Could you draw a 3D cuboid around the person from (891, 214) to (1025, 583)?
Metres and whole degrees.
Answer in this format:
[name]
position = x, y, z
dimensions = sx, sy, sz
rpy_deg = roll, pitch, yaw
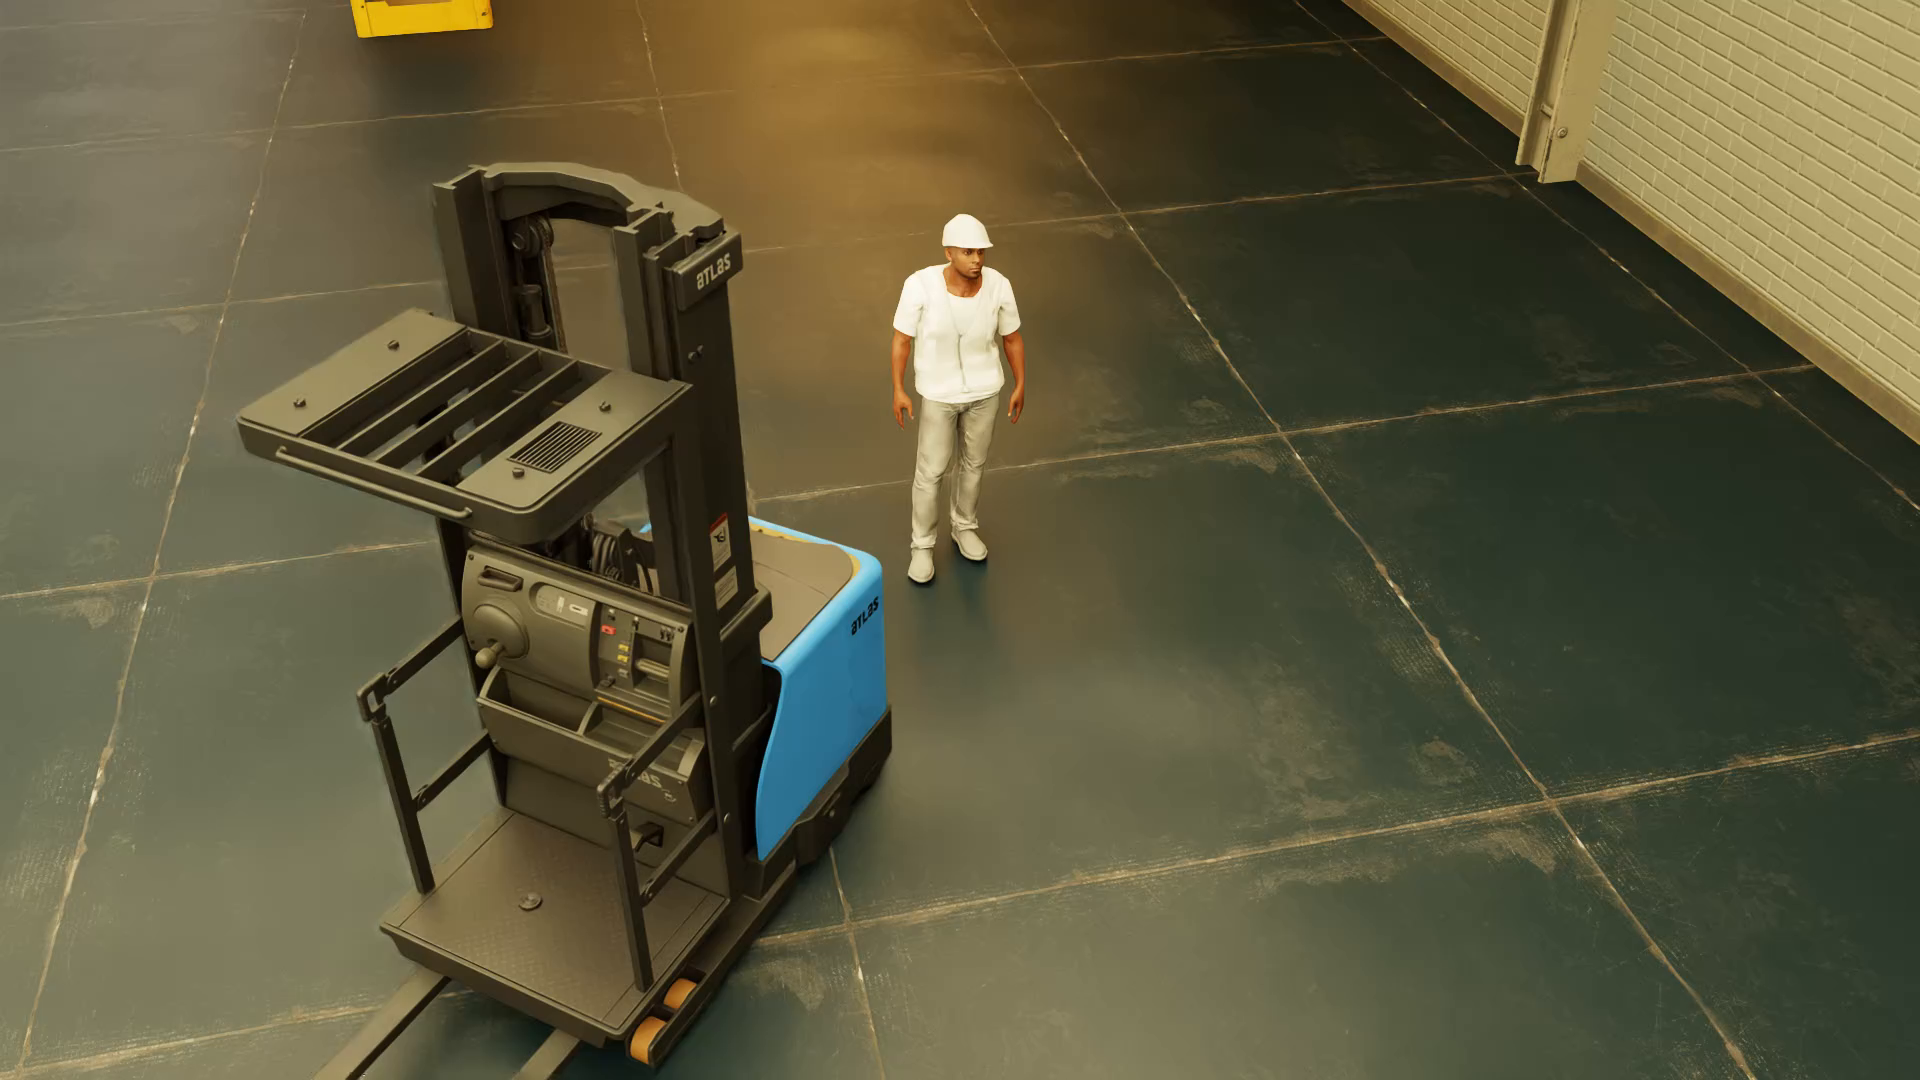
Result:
[person]
position = 0.010, -0.683, 7.984
dimensions = 0.666, 1.765, 0.577
rpy_deg = -8, 36, -11

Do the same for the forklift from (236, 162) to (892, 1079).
[forklift]
position = -1.415, 0.386, 5.514
dimensions = 1.130, 2.935, 3.031
rpy_deg = 17, 39, 22
